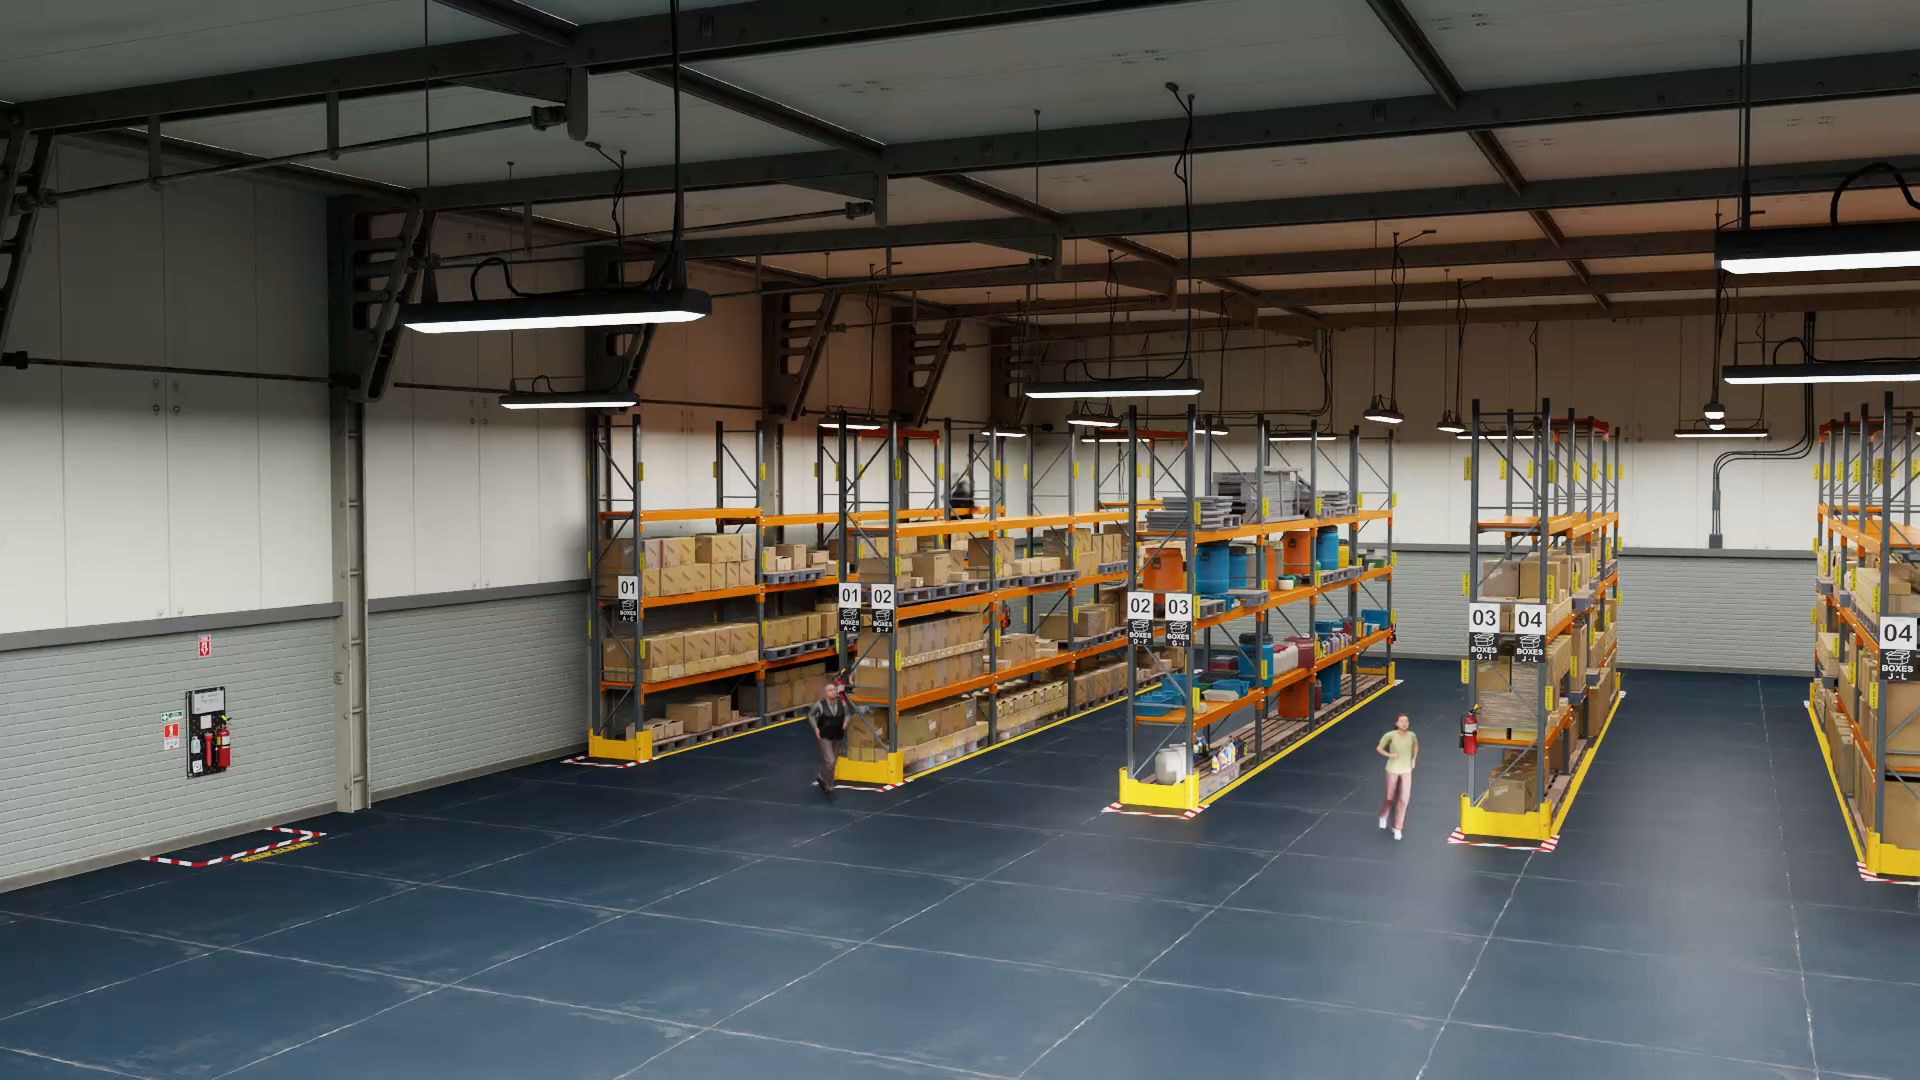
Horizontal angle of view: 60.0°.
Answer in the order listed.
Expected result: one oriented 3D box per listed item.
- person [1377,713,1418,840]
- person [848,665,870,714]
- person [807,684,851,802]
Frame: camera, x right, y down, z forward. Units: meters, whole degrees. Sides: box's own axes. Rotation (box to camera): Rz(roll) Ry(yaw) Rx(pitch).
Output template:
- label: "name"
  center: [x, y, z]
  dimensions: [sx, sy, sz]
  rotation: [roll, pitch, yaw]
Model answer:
- label: "person"
  center: [6.053, 3.222, 22.957]
  dimensions: [0.614, 1.693, 0.828]
  rotation: [0, 2, -1]
- label: "person"
  center: [-1.844, 2.911, 31.473]
  dimensions: [0.547, 1.652, 0.984]
  rotation: [1, 2, 16]
- label: "person"
  center: [-2.001, 3.092, 25.620]
  dimensions: [0.664, 1.775, 0.810]
  rotation: [-1, 3, -29]
